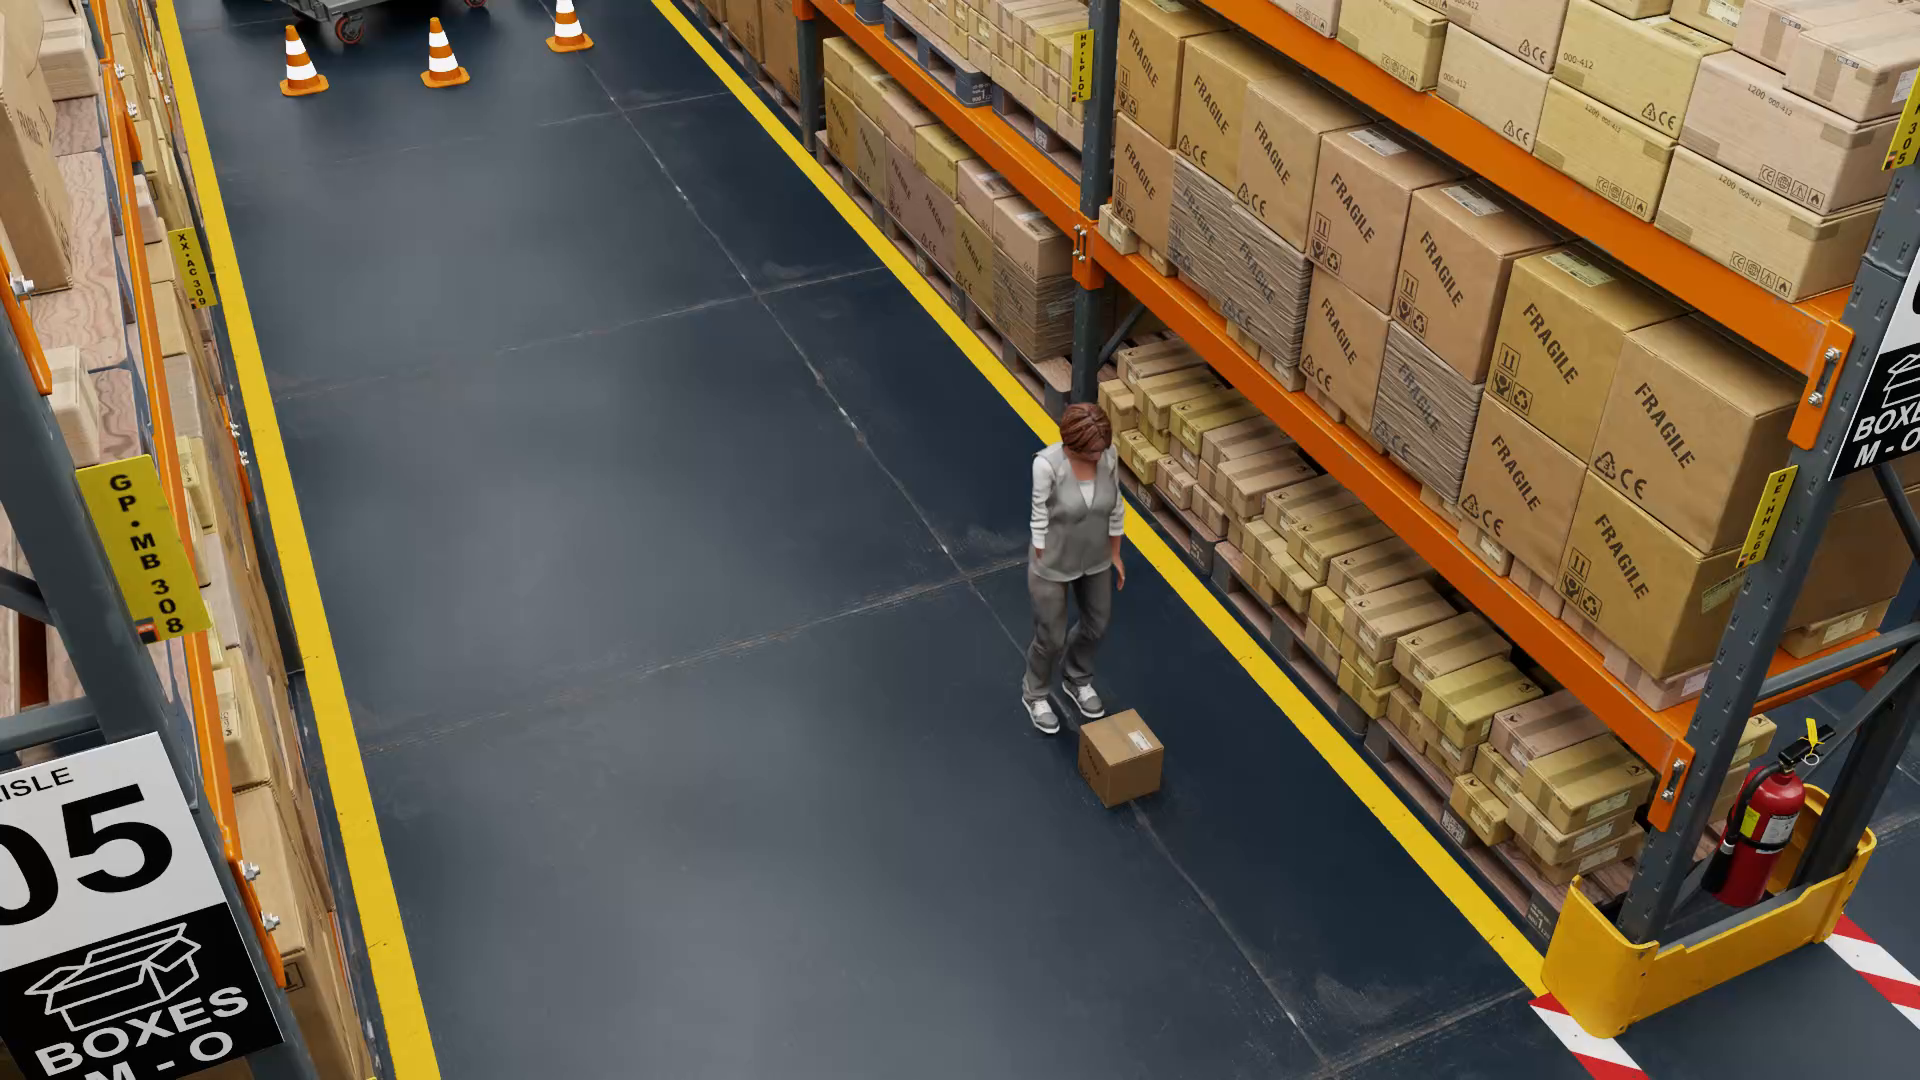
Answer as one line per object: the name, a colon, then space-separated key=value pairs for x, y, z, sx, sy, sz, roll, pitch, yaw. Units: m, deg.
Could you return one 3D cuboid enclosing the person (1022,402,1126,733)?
person: x=0.467 y=0.100 z=6.760 sx=0.412 sy=1.571 sz=0.316 roll=-16 pitch=40 yaw=-19
